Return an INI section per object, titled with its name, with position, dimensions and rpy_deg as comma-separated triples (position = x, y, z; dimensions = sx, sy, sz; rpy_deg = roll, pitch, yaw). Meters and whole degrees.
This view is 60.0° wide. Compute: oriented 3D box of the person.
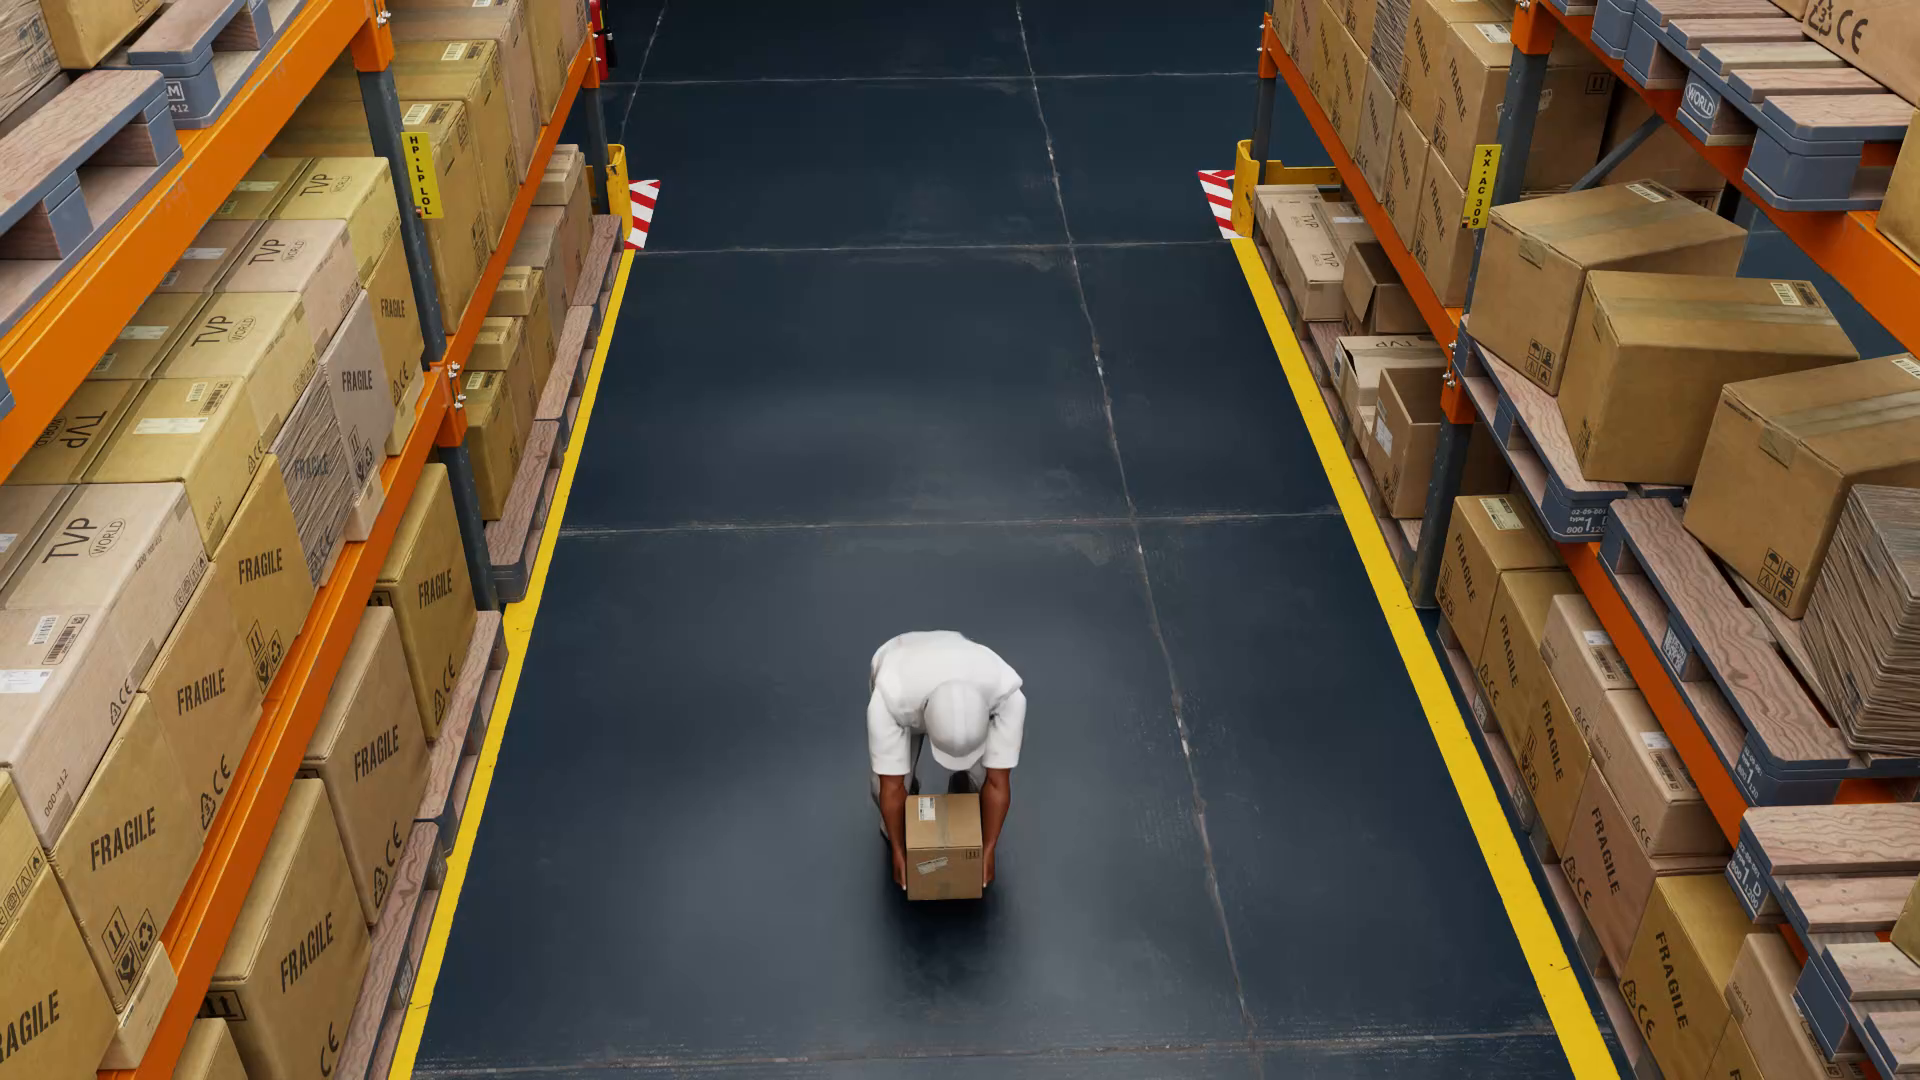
[person]
position = -0.052, 0.698, 5.794
dimensions = 0.537, 1.010, 0.909
rpy_deg = -2, 35, -3
